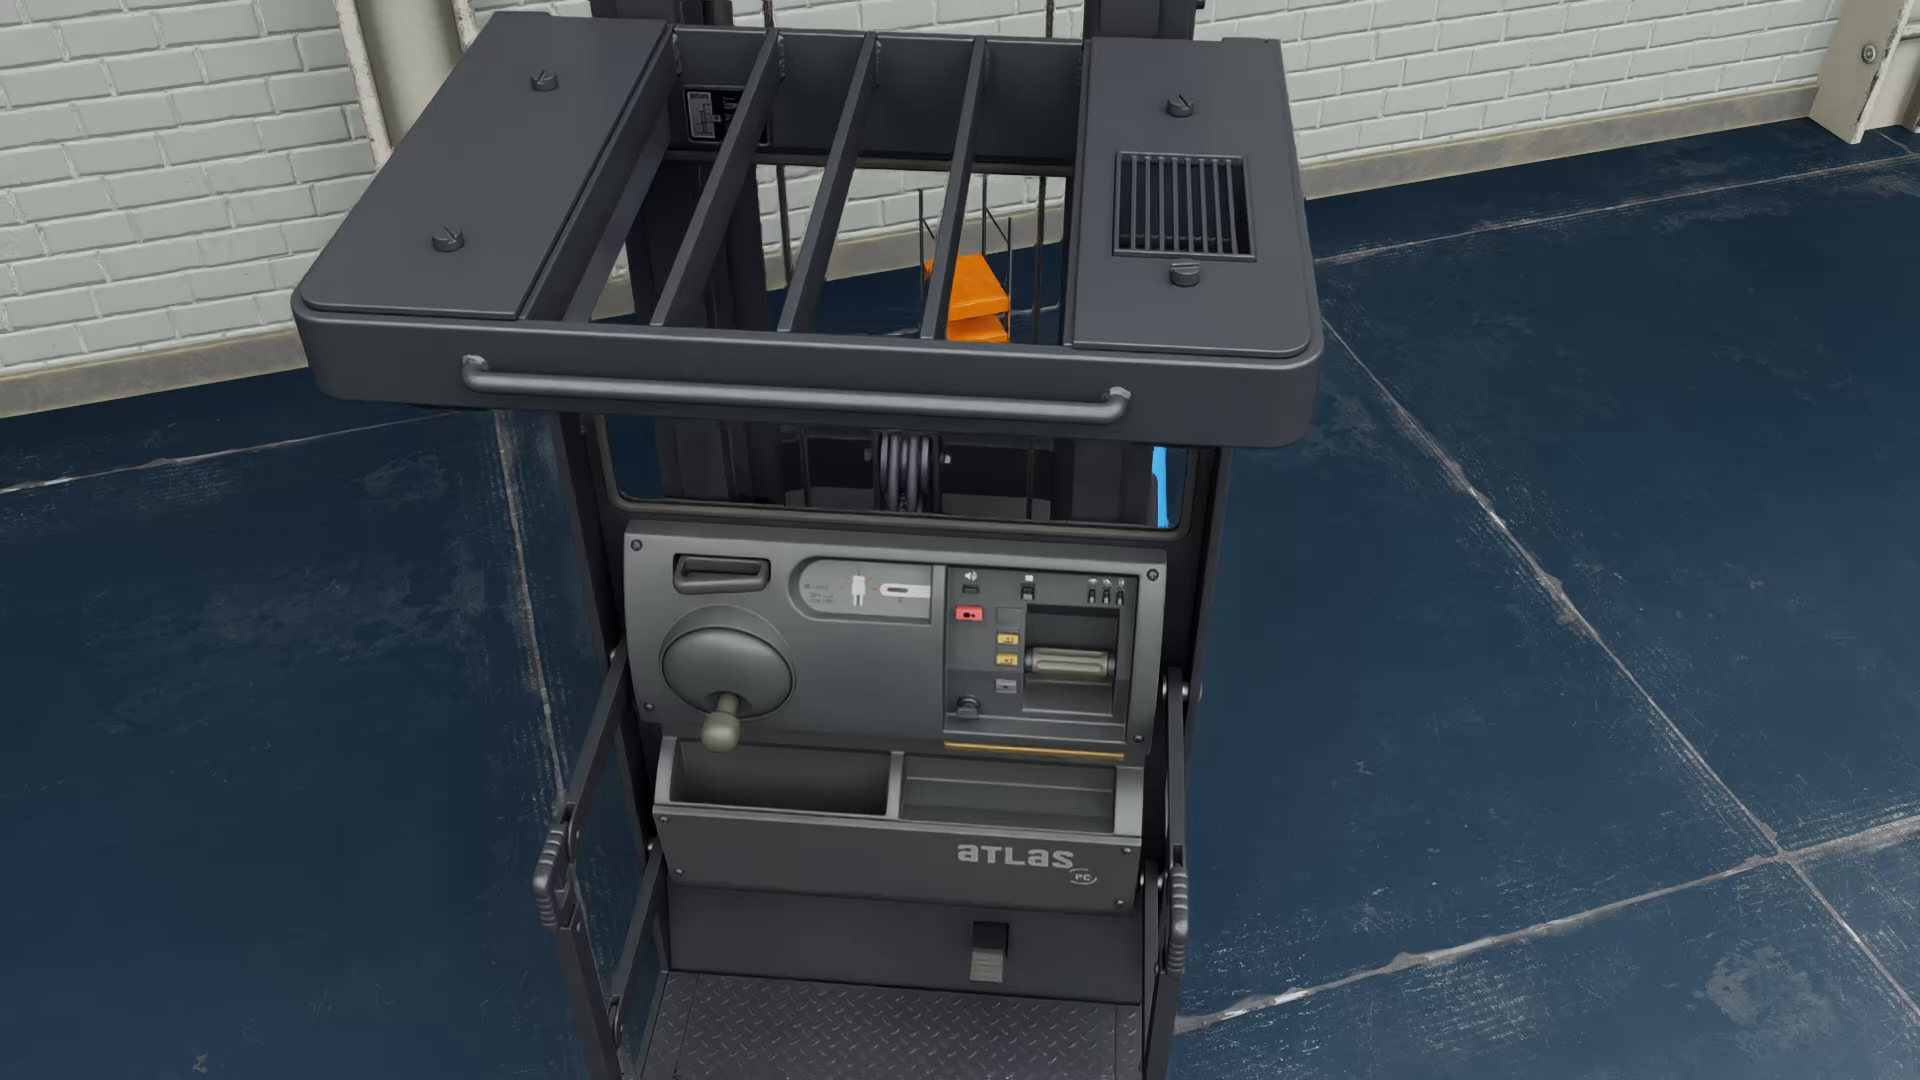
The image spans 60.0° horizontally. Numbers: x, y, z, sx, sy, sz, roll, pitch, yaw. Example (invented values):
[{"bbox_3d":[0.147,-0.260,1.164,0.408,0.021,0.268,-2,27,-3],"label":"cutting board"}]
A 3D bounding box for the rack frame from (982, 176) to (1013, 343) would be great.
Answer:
[{"bbox_3d":[0.101,-0.473,4.879,0.006,1.200,0.240,-12,42,-13],"label":"rack frame"}]

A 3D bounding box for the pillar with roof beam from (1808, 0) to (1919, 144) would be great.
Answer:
[{"bbox_3d":[5.299,-2.540,1.318,0.400,9.000,9.100,-12,42,-13],"label":"pillar with roof beam"}]

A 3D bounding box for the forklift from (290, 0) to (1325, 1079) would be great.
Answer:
[{"bbox_3d":[-0.134,0.268,2.715,1.130,2.935,3.031,3,41,4],"label":"forklift"}]

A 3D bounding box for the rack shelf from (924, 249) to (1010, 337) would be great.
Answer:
[{"bbox_3d":[0.014,-0.692,4.651,0.180,0.103,0.258,-12,42,-13],"label":"rack shelf"}]

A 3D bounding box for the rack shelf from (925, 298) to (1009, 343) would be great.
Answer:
[{"bbox_3d":[0.014,-0.602,4.730,0.180,0.103,0.258,-12,42,-13],"label":"rack shelf"}]

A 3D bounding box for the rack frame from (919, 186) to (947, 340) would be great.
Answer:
[{"bbox_3d":[-0.073,-0.437,4.838,0.006,1.200,0.240,-12,42,-13],"label":"rack frame"}]

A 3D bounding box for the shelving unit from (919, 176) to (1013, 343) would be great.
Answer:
[{"bbox_3d":[0.014,-0.455,4.859,0.189,1.200,0.258,-12,42,-13],"label":"shelving unit"}]
